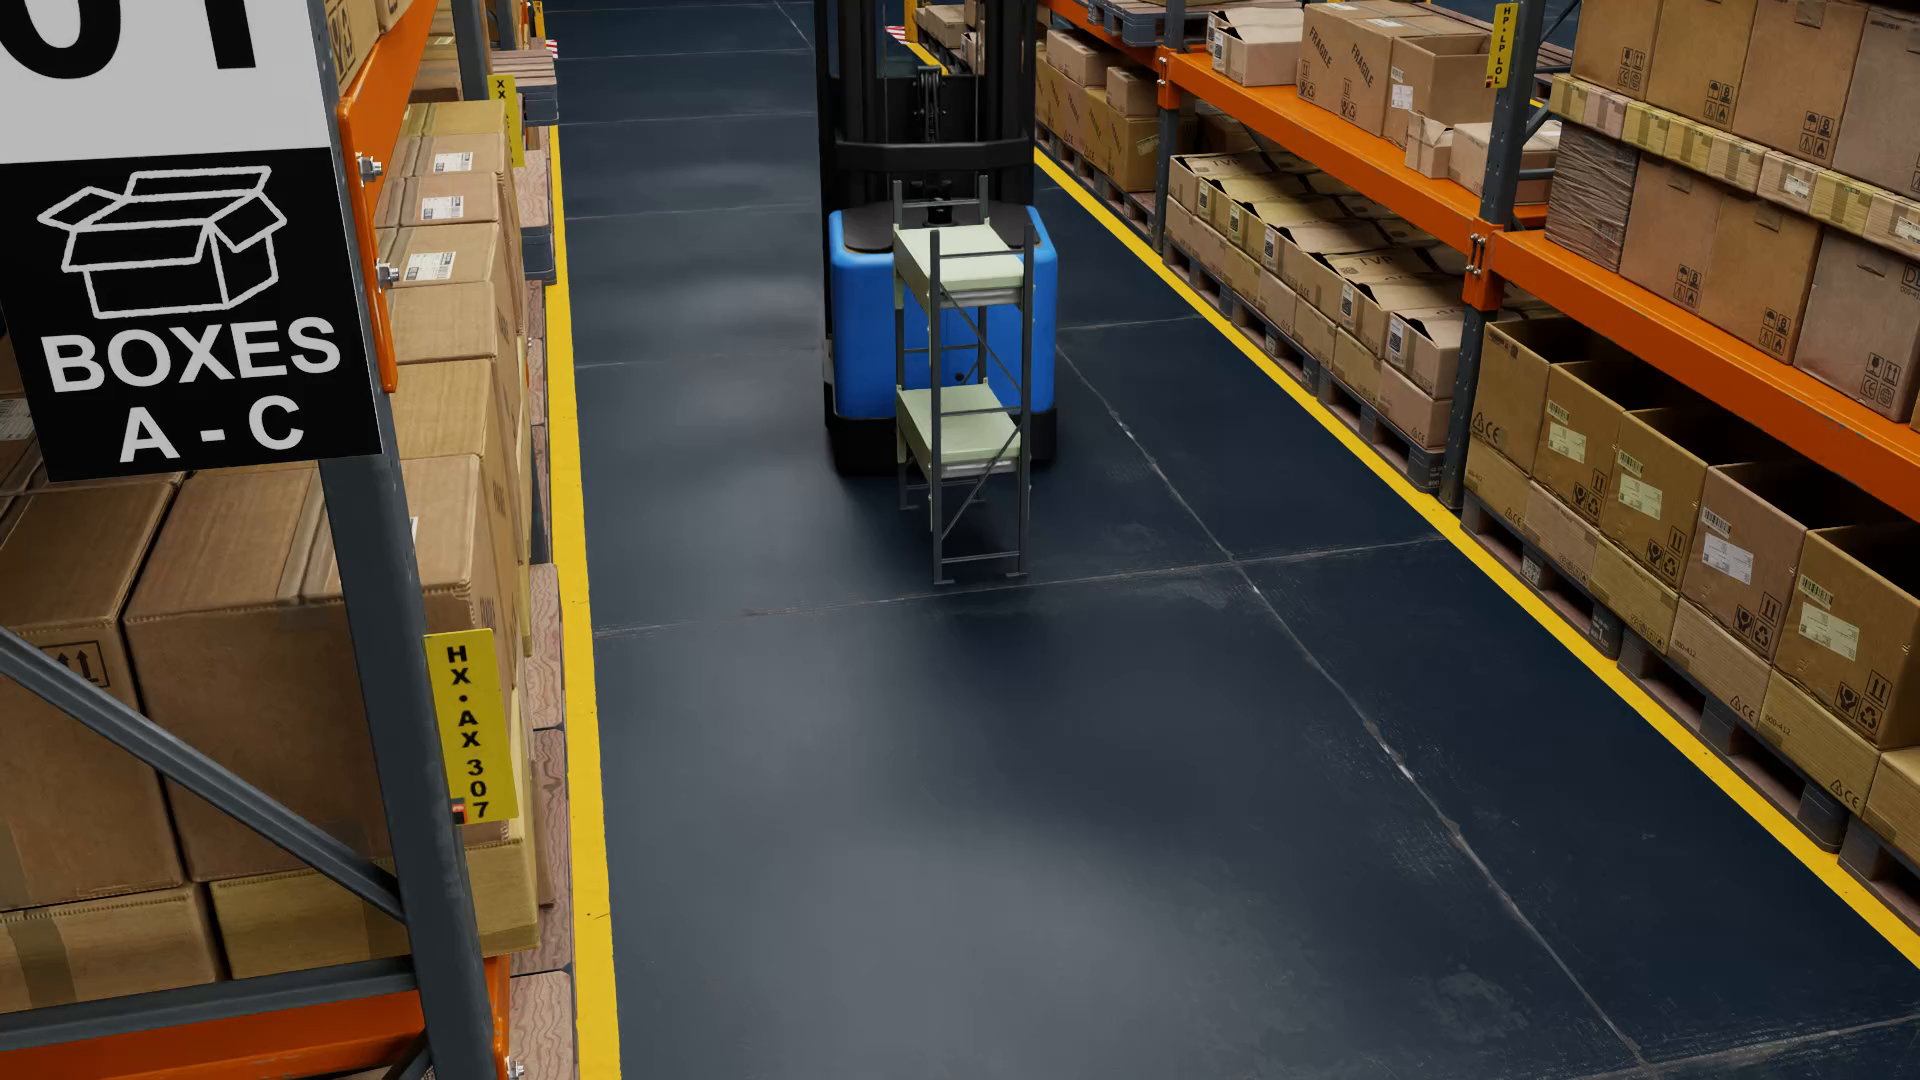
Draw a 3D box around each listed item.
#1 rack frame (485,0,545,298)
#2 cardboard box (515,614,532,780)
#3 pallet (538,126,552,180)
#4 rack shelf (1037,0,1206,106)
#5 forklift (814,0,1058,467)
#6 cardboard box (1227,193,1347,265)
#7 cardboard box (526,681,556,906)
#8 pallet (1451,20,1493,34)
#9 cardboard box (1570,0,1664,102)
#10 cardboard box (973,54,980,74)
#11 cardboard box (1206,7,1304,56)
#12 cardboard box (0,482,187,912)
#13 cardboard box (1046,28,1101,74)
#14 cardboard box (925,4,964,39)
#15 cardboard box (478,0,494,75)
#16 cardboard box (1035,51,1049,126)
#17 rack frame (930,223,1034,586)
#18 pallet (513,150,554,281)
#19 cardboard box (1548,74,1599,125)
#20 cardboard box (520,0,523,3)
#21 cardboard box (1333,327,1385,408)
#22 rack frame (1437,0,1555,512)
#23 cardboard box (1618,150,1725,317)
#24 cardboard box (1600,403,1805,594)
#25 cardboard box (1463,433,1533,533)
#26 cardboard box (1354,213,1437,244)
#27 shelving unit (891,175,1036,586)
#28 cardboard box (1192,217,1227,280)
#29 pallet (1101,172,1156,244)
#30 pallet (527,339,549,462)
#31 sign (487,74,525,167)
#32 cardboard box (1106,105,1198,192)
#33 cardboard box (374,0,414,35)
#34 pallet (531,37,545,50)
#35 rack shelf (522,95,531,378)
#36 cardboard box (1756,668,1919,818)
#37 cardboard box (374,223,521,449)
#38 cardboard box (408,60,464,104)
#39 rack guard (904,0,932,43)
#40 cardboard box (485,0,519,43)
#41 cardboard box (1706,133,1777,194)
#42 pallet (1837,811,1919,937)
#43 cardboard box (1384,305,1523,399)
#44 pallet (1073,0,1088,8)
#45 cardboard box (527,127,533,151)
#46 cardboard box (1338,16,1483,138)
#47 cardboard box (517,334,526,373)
[{"bbox_3d":[-3.042,-2.795,9.458,1.000,3.000,0.127,-6,27,-12],"label":"rack frame"},{"bbox_3d":[-1.171,0.302,3.467,0.500,0.250,0.500,-7,28,-13],"label":"cardboard box"},{"bbox_3d":[-3.696,-2.975,12.910,1.003,0.211,1.213,-6,27,-12],"label":"pallet"},{"bbox_3d":[1.333,-3.856,12.360,1.077,0.370,4.000,-6,27,-12],"label":"rack shelf"},{"bbox_3d":[-0.190,-2.283,8.520,1.130,2.935,3.031,-2,27,-4],"label":"forklift"},{"bbox_3d":[1.855,-1.796,9.443,0.500,0.311,0.500,-7,28,-13],"label":"cardboard box"},{"bbox_3d":[-1.552,0.746,4.728,0.700,0.500,0.500,-8,28,-15],"label":"cardboard box"},{"bbox_3d":[5.227,-5.168,17.254,1.003,0.211,1.213,-6,27,-12],"label":"pallet"},{"bbox_3d":[2.791,-1.973,6.280,0.700,0.500,0.500,-6,27,-11],"label":"cardboard box"},{"bbox_3d":[0.334,-4.359,15.233,0.380,0.149,0.250,-6,27,-12],"label":"cardboard box"},{"bbox_3d":[1.823,-3.096,10.153,0.500,0.311,0.500,-4,27,-8],"label":"cardboard box"},{"bbox_3d":[-1.552,0.255,2.728,0.500,0.500,0.500,-6,27,-12],"label":"cardboard box"},{"bbox_3d":[0.979,-3.795,12.893,0.500,0.250,0.500,-6,27,-11],"label":"cardboard box"},{"bbox_3d":[-0.061,-5.293,16.972,0.500,0.250,0.500,-6,27,-12],"label":"cardboard box"},{"bbox_3d":[-2.774,-2.588,8.449,0.700,0.500,0.500,-9,28,-16],"label":"cardboard box"},{"bbox_3d":[0.885,-3.666,13.470,0.500,0.500,0.500,-6,27,-11],"label":"cardboard box"},{"bbox_3d":[0.084,-0.506,6.588,0.400,1.500,0.023,-6,27,-12],"label":"rack frame"},{"bbox_3d":[-2.171,-1.304,6.717,1.003,0.211,1.213,-6,27,-12],"label":"pallet"},{"bbox_3d":[2.557,-1.740,6.538,0.380,0.149,0.250,-6,27,-12],"label":"cardboard box"},{"bbox_3d":[-3.380,-3.991,12.085,0.380,0.149,0.250,-6,27,-12],"label":"cardboard box"},{"bbox_3d":[2.197,-0.878,8.247,0.500,0.250,0.500,-6,27,-12],"label":"cardboard box"},{"bbox_3d":[2.685,-1.544,6.979,1.000,3.000,0.127,-6,27,-12],"label":"rack frame"},{"bbox_3d":[2.916,-1.163,6.115,0.700,0.500,0.500,-6,27,-12],"label":"cardboard box"},{"bbox_3d":[2.710,-0.164,5.999,0.500,0.500,0.500,-6,27,-12],"label":"cardboard box"},{"bbox_3d":[2.494,-0.269,7.040,0.500,0.250,0.500,-6,27,-12],"label":"cardboard box"},{"bbox_3d":[2.487,-1.635,9.124,0.500,0.311,0.500,-5,27,-10],"label":"cardboard box"},{"bbox_3d":[0.002,-0.667,6.906,0.431,1.500,0.755,-6,27,-12],"label":"shelving unit"},{"bbox_3d":[1.729,-1.779,10.032,0.500,0.250,0.500,-7,28,-13],"label":"cardboard box"},{"bbox_3d":[1.652,-2.386,11.744,1.003,0.211,1.213,-6,27,-12],"label":"pallet"},{"bbox_3d":[-2.596,-0.672,8.348,1.003,0.211,1.213,-6,27,-12],"label":"pallet"},{"bbox_3d":[-1.614,-1.484,5.900,0.100,0.325,0.005,-6,27,-12],"label":"sign"},{"bbox_3d":[1.344,-2.767,11.689,0.500,0.500,0.500,-5,27,-10],"label":"cardboard box"},{"bbox_3d":[-1.157,-1.087,2.613,0.500,0.500,0.500,-4,27,-8],"label":"cardboard box"},{"bbox_3d":[-4.588,-4.719,16.365,1.003,0.211,1.213,-6,27,-12],"label":"pallet"},{"bbox_3d":[-2.591,-1.596,7.881,1.077,0.370,4.000,-6,27,-12],"label":"rack shelf"},{"bbox_3d":[2.939,0.609,5.299,0.500,0.250,0.500,-6,27,-12],"label":"cardboard box"},{"bbox_3d":[-1.394,-0.471,4.165,0.500,0.500,0.500,-5,27,-10],"label":"cardboard box"},{"bbox_3d":[-2.222,-1.507,6.307,0.700,0.500,0.500,-6,27,-11],"label":"cardboard box"},{"bbox_3d":[-0.002,-5.662,17.914,1.175,0.500,0.348,-6,27,-12],"label":"rack guard"},{"bbox_3d":[-2.902,-3.220,9.838,0.500,0.500,0.500,-5,27,-10],"label":"cardboard box"},{"bbox_3d":[2.788,-1.292,5.650,0.380,0.149,0.250,-7,28,-13],"label":"cardboard box"},{"bbox_3d":[3.373,1.126,4.785,1.003,0.211,1.213,-6,27,-12],"label":"pallet"},{"bbox_3d":[2.314,-0.903,7.672,0.500,0.311,0.500,-6,27,-12],"label":"cardboard box"},{"bbox_3d":[1.341,-4.067,12.192,1.003,0.211,1.213,-6,27,-12],"label":"pallet"},{"bbox_3d":[-3.080,-2.359,10.514,0.750,0.750,0.750,-6,27,-12],"label":"cardboard box"},{"bbox_3d":[2.296,-2.378,8.522,0.500,0.500,0.500,-6,27,-12],"label":"cardboard box"},{"bbox_3d":[-1.634,-0.584,5.223,0.500,0.250,0.500,-6,27,-11],"label":"cardboard box"}]
